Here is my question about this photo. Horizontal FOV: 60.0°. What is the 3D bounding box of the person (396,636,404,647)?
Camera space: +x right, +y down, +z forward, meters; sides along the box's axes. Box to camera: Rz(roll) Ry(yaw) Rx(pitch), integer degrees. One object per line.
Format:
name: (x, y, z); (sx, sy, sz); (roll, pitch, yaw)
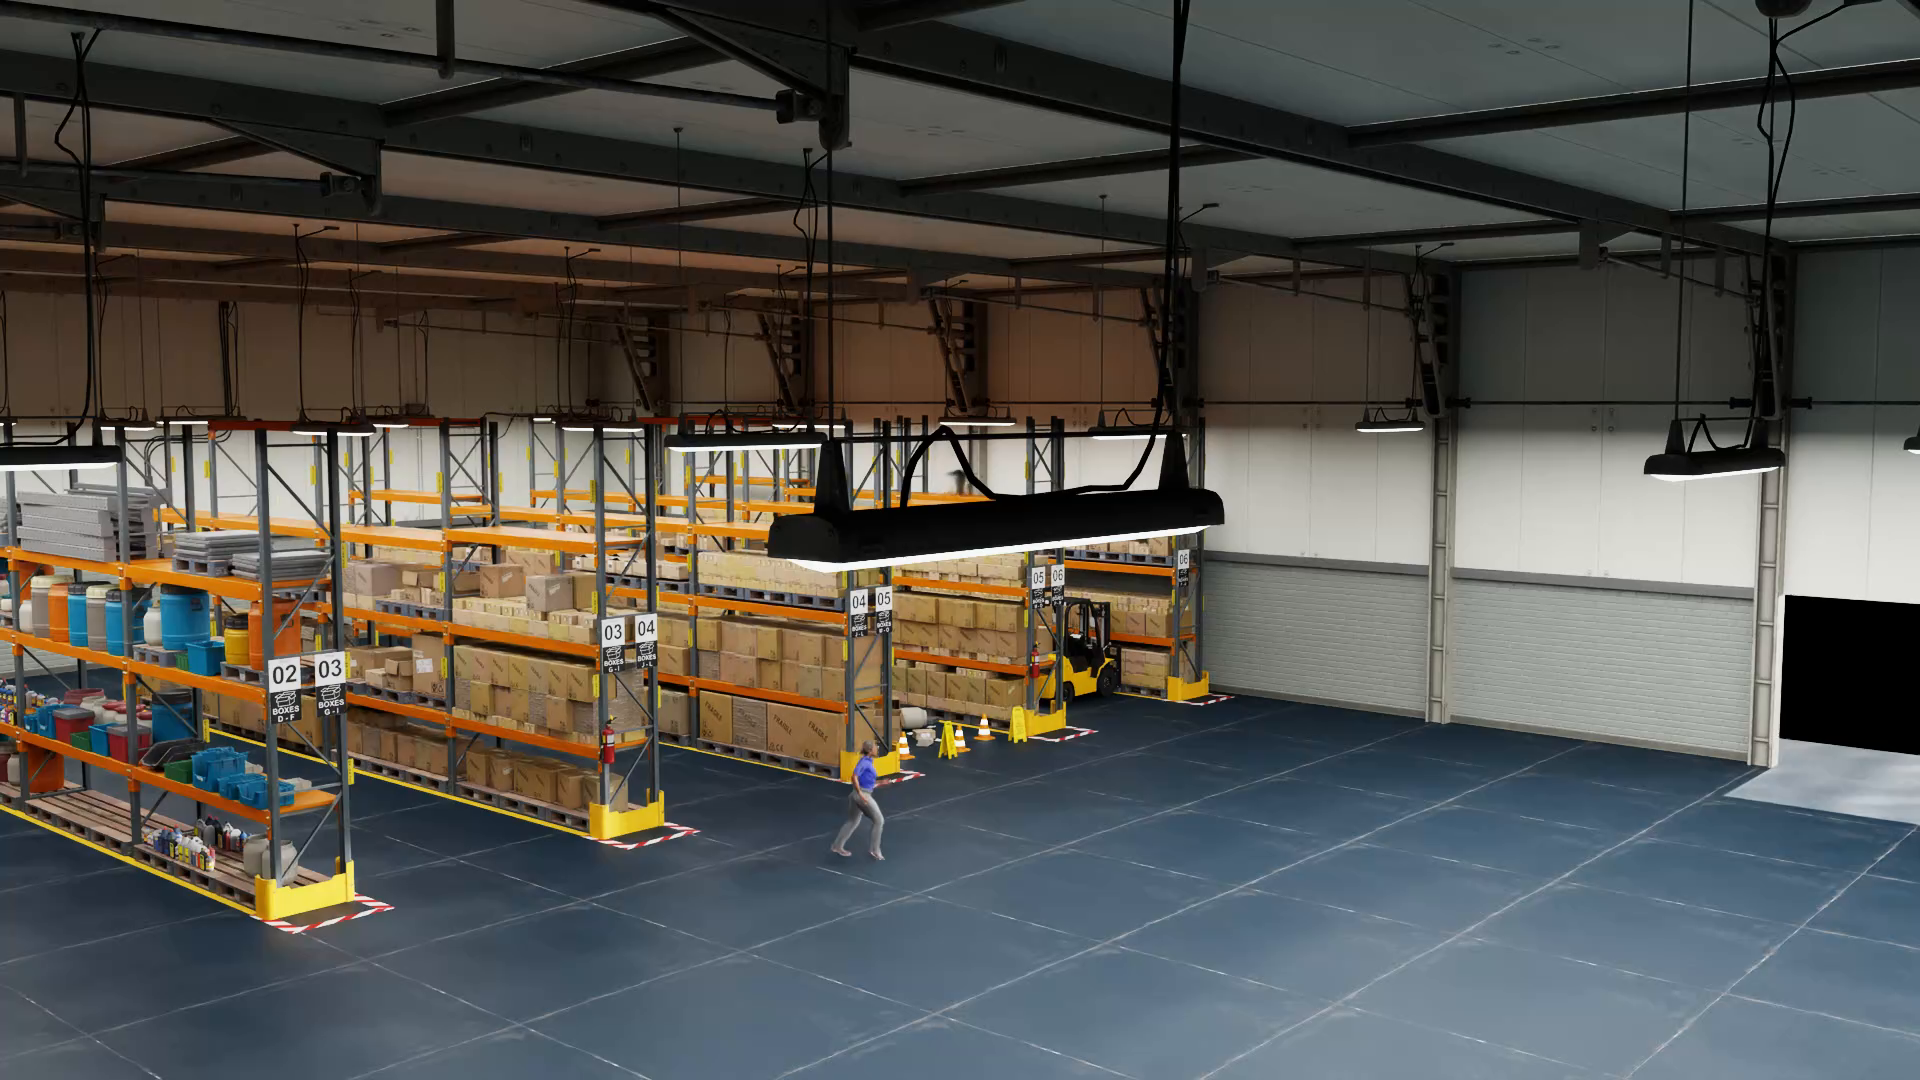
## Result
person: (-13.753, 2.111, 41.300); (0.711, 1.668, 0.891); (0, 5, -3)

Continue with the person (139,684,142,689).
person: (-17.298, 2.510, 35.996); (0.886, 1.748, 0.687); (-2, 5, -27)

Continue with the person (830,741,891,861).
person: (-1.357, 3.619, 22.971); (0.861, 1.709, 0.506); (-1, 5, -17)
